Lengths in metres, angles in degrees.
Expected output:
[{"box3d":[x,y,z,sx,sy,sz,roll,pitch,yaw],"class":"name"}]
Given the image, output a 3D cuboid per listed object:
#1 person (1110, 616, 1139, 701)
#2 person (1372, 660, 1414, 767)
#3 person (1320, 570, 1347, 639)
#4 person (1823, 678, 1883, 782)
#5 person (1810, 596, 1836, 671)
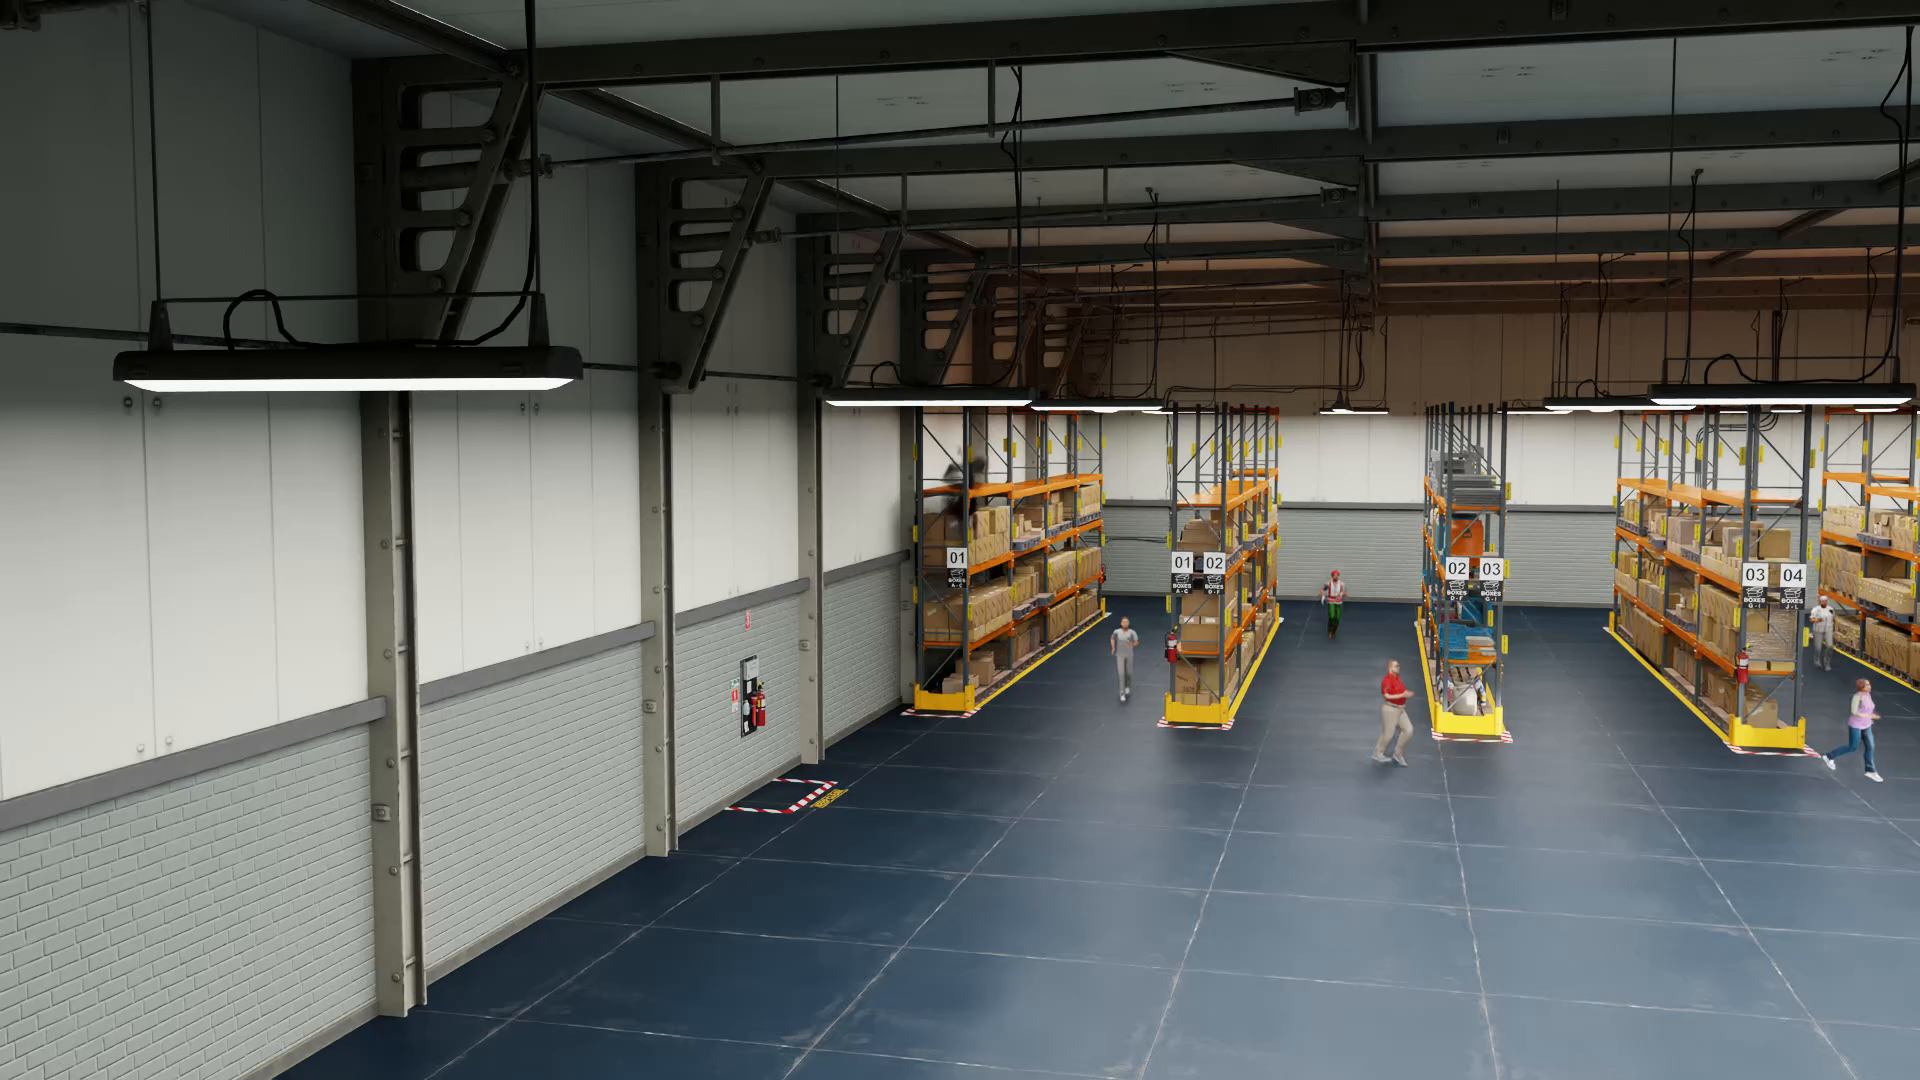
[{"box3d":[3.339,2.371,33.741,0.564,1.655,0.969,0,4,3],"class":"person"},{"box3d":[7.137,2.860,27.296,0.723,1.788,0.639,4,6,42],"class":"person"},{"box3d":[9.665,1.661,42.901,0.641,1.775,0.690,0,4,-1],"class":"person"},{"box3d":[14.227,2.978,26.394,0.551,1.603,0.881,-3,5,-34],"class":"person"},{"box3d":[19.583,2.119,37.709,0.582,1.714,0.662,1,4,16],"class":"person"}]
